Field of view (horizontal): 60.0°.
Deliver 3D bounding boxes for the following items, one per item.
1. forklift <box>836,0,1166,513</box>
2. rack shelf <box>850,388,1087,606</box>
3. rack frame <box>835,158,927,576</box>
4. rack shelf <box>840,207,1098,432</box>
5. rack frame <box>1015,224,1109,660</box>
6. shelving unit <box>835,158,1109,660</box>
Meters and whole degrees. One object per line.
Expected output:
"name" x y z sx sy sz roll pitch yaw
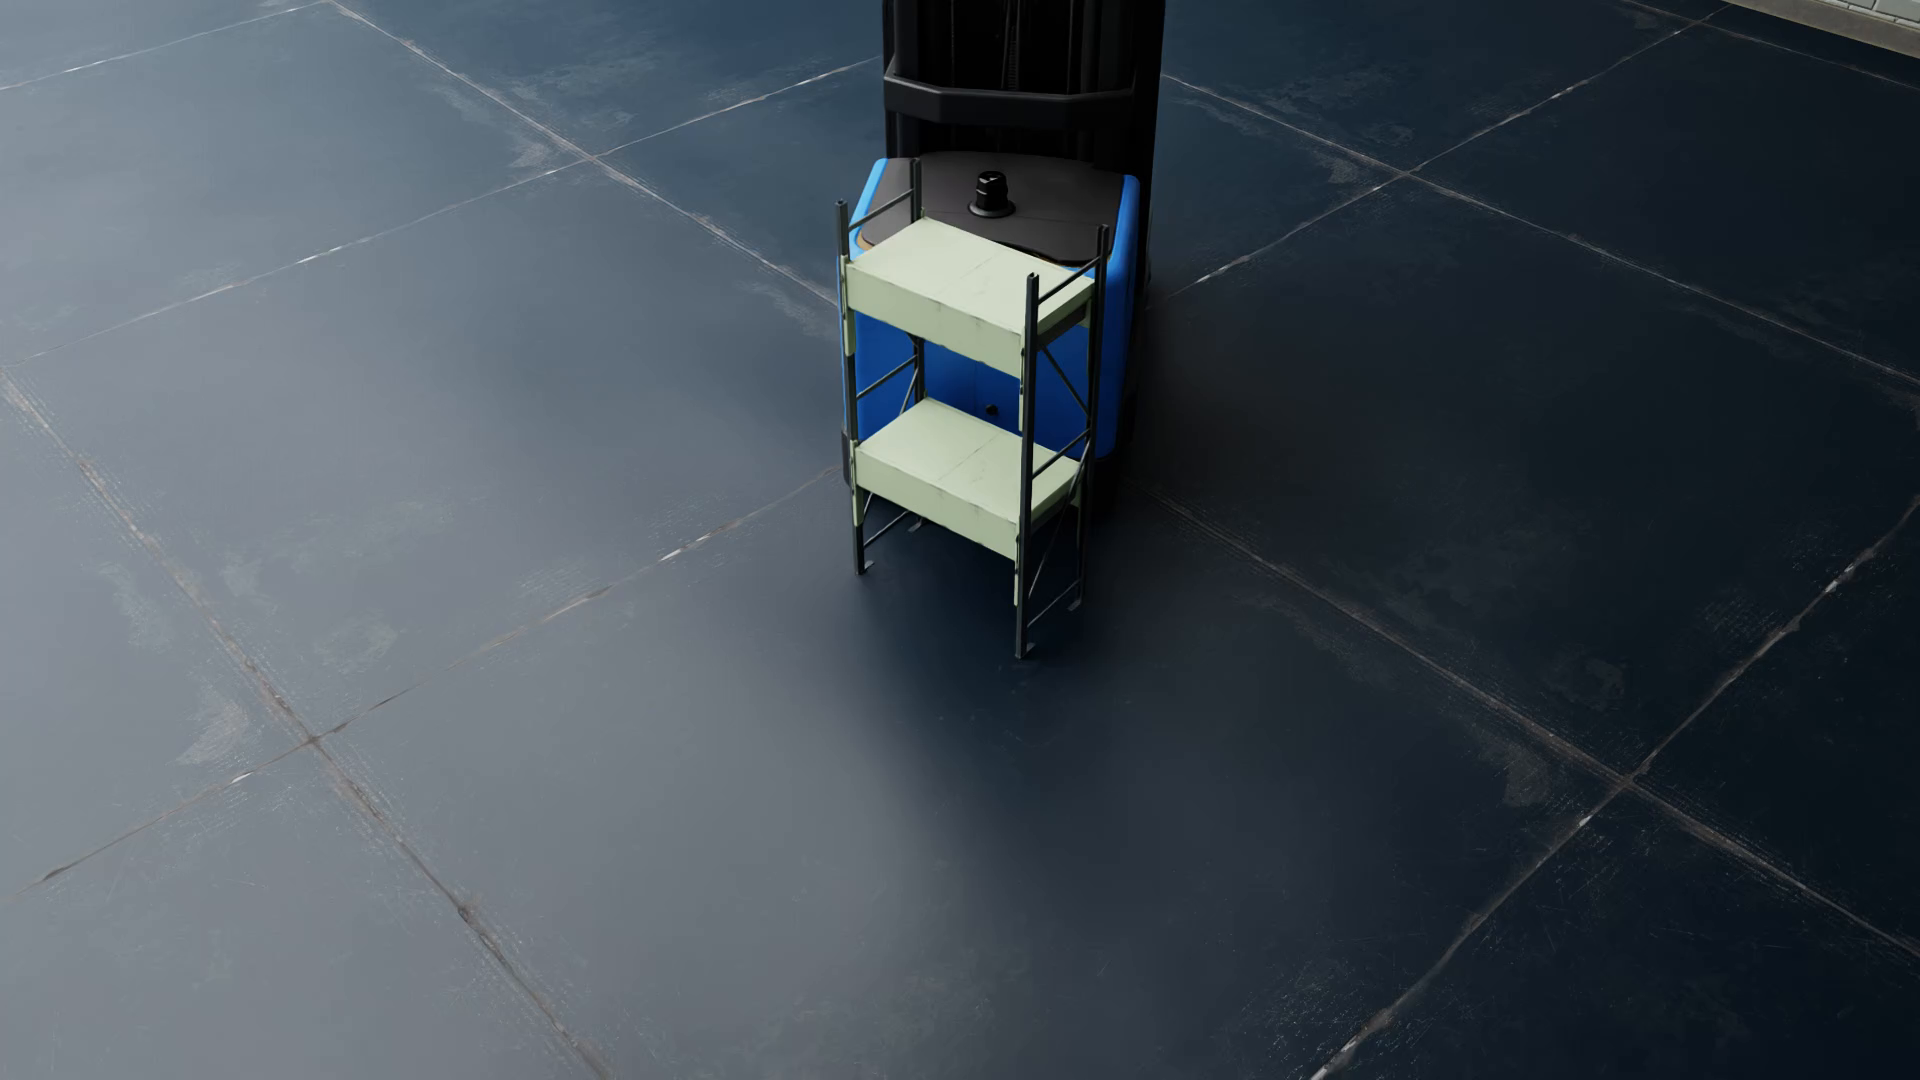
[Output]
"forklift" 0.279 -2.166 6.599 1.130 2.935 3.031 5 39 7
"rack shelf" 0.033 -0.160 5.774 0.720 0.370 0.431 26 46 28
"rack frame" -0.257 -0.555 5.743 0.023 1.500 0.400 26 46 28
"rack shelf" 0.033 -0.718 5.324 0.720 0.370 0.431 26 46 28
"rack frame" 0.323 -0.274 5.395 0.023 1.500 0.400 26 46 28
"shelving unit" 0.033 -0.414 5.569 0.755 1.500 0.431 26 46 28
